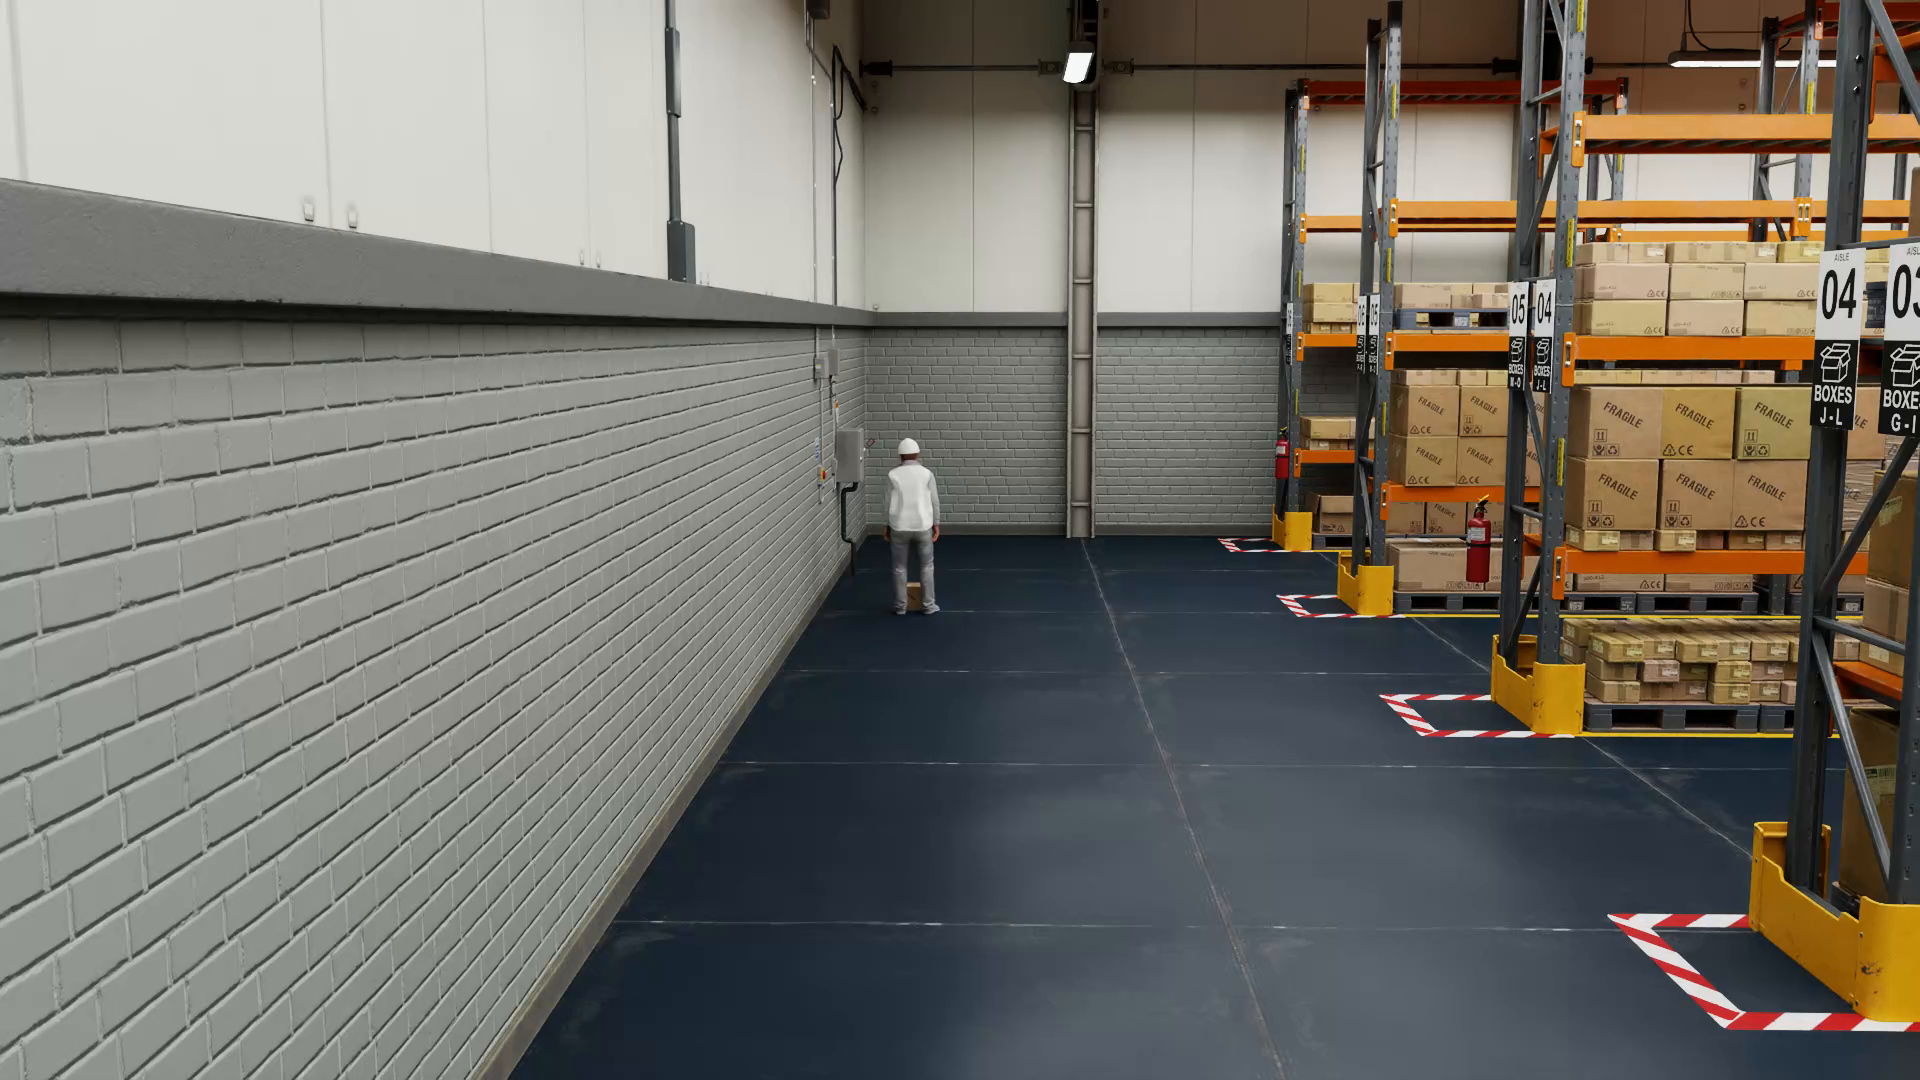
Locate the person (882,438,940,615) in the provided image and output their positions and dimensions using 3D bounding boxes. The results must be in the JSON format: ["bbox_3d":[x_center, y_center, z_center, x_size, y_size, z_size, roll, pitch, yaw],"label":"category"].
[{"bbox_3d":[-0.493,-0.136,16.752,0.583,1.769,0.464,0,7,-2],"label":"person"}]
